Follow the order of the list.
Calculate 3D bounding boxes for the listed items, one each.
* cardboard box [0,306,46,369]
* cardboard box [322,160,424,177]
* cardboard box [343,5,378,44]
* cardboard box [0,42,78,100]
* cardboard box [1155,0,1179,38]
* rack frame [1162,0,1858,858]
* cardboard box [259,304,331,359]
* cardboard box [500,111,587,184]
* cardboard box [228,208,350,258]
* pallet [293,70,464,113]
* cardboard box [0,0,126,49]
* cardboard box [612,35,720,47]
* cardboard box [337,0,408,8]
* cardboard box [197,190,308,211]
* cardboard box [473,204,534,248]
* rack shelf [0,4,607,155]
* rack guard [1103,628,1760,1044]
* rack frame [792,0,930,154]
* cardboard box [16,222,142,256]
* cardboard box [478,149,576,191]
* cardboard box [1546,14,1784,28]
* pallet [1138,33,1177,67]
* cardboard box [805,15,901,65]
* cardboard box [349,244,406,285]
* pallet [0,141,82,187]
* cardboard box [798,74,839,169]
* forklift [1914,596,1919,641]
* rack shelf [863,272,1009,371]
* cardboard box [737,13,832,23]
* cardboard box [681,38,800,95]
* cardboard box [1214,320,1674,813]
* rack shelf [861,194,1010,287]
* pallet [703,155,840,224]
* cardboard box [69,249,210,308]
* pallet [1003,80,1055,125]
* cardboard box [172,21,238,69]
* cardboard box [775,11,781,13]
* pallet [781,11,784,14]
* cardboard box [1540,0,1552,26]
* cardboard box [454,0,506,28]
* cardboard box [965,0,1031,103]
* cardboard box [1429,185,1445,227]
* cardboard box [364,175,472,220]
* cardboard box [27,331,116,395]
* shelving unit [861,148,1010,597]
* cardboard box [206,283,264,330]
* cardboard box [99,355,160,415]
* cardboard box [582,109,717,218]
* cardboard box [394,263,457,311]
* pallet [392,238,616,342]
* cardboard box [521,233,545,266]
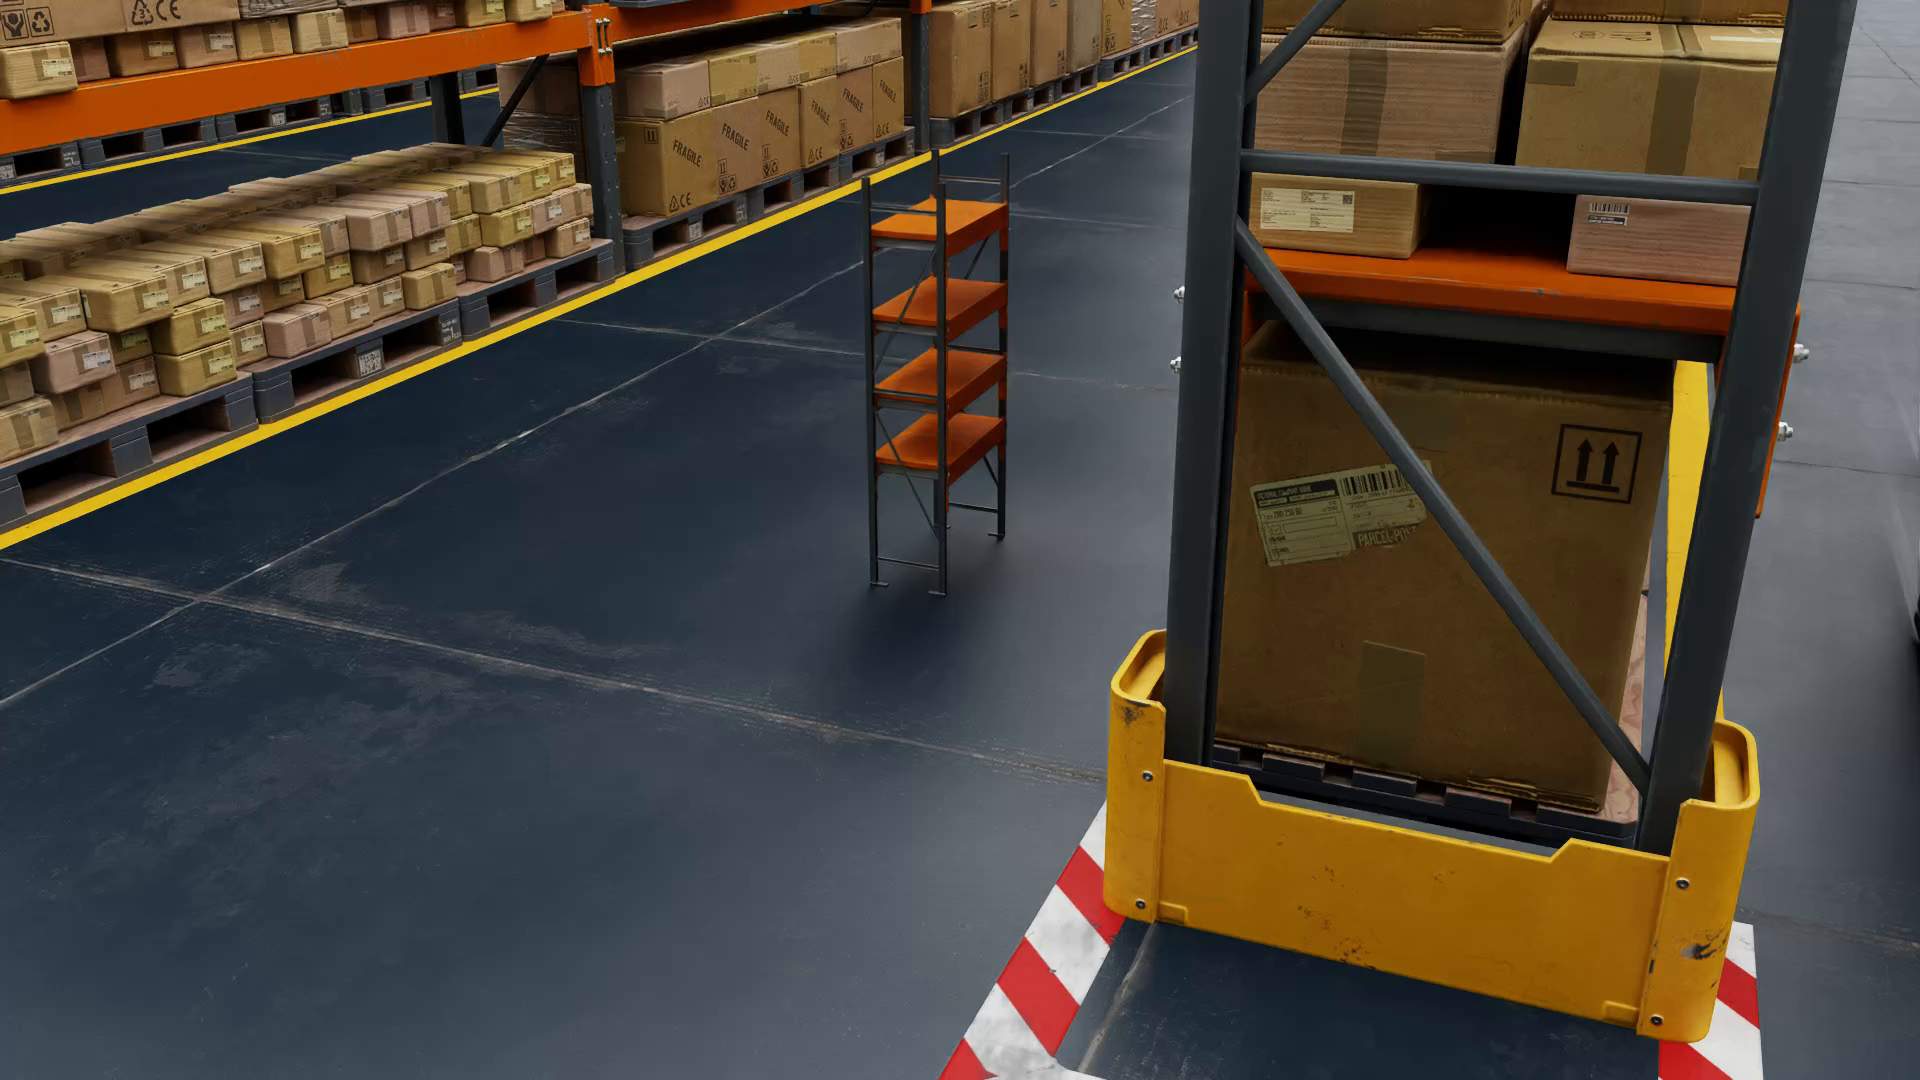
[{"bbox_3d":[-3.164,-0.646,5.287,0.380,0.149,0.250,8,24,18],"label":"cardboard box"},{"bbox_3d":[-2.715,-1.658,7.709,0.380,0.149,0.250,8,24,19],"label":"cardboard box"},{"bbox_3d":[-2.563,-2.066,6.630,0.380,0.149,0.250,8,24,19],"label":"cardboard box"},{"bbox_3d":[-3.044,-1.493,5.259,0.380,0.149,0.250,8,24,19],"label":"cardboard box"},{"bbox_3d":[1.753,-5.726,17.279,0.875,0.875,0.875,8,24,19],"label":"cardboard box"},{"bbox_3d":[0.893,-0.608,2.815,1.000,3.000,0.127,9,24,20],"label":"rack frame"},{"bbox_3d":[-2.699,-0.827,6.493,0.380,0.149,0.250,8,24,17],"label":"cardboard box"},{"bbox_3d":[-2.148,-2.127,9.149,0.500,0.500,0.500,8,24,19],"label":"cardboard box"},{"bbox_3d":[-2.689,-1.224,6.670,0.380,0.149,0.250,9,24,20],"label":"cardboard box"},{"bbox_3d":[-5.045,-3.883,14.271,1.003,0.211,1.213,9,24,20],"label":"pallet"},{"bbox_3d":[-3.076,-1.854,5.282,0.500,0.500,0.500,9,24,20],"label":"cardboard box"},{"bbox_3d":[-1.760,-2.848,9.903,0.500,0.250,0.500,8,24,18],"label":"cardboard box"},{"bbox_3d":[-2.486,-2.392,6.570,0.500,0.500,0.500,9,24,20],"label":"cardboard box"},{"bbox_3d":[-2.985,-1.372,7.026,0.380,0.149,0.250,8,24,18],"label":"cardboard box"},{"bbox_3d":[-2.183,-1.446,7.589,0.380,0.149,0.250,8,24,18],"label":"cardboard box"},{"bbox_3d":[-2.932,-1.738,6.453,1.077,0.370,4.000,9,24,20],"label":"rack shelf"},{"bbox_3d":[0.884,0.554,3.276,1.175,0.500,0.348,9,24,20],"label":"rack guard"},{"bbox_3d":[-0.703,-4.217,11.455,1.000,3.000,0.127,9,24,20],"label":"rack frame"},{"bbox_3d":[-3.385,-1.113,6.406,0.380,0.149,0.250,10,25,22],"label":"cardboard box"},{"bbox_3d":[-2.079,-1.774,7.988,0.380,0.149,0.250,9,24,22],"label":"cardboard box"},{"bbox_3d":[1.509,-0.996,3.552,0.500,0.250,0.500,8,24,19],"label":"cardboard box"},{"bbox_3d":[1.590,-5.061,17.093,1.003,0.211,1.213,9,24,20],"label":"pallet"},{"bbox_3d":[-0.714,-3.322,11.035,0.500,0.250,0.500,8,24,19],"label":"cardboard box"},{"bbox_3d":[-2.562,-1.184,6.960,0.380,0.149,0.250,8,24,18],"label":"cardboard box"},{"bbox_3d":[-6.605,-2.459,10.862,1.003,0.211,1.213,9,24,20],"label":"pallet"},{"bbox_3d":[-1.082,-2.608,10.300,0.500,0.500,0.500,8,24,18],"label":"cardboard box"},{"bbox_3d":[3.028,-0.884,3.564,1.130,2.935,3.031,9,24,21],"label":"forklift"},{"bbox_3d":[-0.061,-0.639,4.817,0.258,0.148,0.480,9,24,20],"label":"rack shelf"},{"bbox_3d":[-1.184,-3.392,11.203,0.500,0.250,0.500,8,24,18],"label":"cardboard box"},{"bbox_3d":[-1.280,-2.772,9.719,0.500,0.250,0.500,10,25,22],"label":"cardboard box"},{"bbox_3d":[1.056,-0.062,3.719,0.875,0.875,0.875,9,24,20],"label":"cardboard box"},{"bbox_3d":[-0.062,-0.857,4.725,0.258,0.148,0.480,9,24,20],"label":"rack shelf"},{"bbox_3d":[-1.449,-2.216,10.282,1.003,0.211,1.213,9,24,20],"label":"pallet"},{"bbox_3d":[-2.946,-0.935,5.978,0.380,0.149,0.250,8,24,17],"label":"cardboard box"},{"bbox_3d":[0.115,-3.637,13.684,1.003,0.211,1.213,9,24,20],"label":"pallet"},{"bbox_3d":[-2.834,-1.783,5.954,0.380,0.149,0.250,8,24,19],"label":"cardboard box"},{"bbox_3d":[-2.189,-5.358,17.425,0.500,0.500,0.500,-12,25,-26],"label":"cardboard box"},{"bbox_3d":[-2.728,-6.153,19.707,1.003,0.211,1.213,9,24,20],"label":"pallet"},{"bbox_3d":[1.204,-1.251,4.163,0.500,0.250,0.500,8,24,18],"label":"cardboard box"},{"bbox_3d":[-2.227,-2.339,7.285,0.380,0.149,0.250,10,25,22],"label":"cardboard box"},{"bbox_3d":[-0.072,-3.891,13.049,1.050,0.750,0.750,9,24,21],"label":"cardboard box"},{"bbox_3d":[0.815,-0.760,3.504,0.380,0.149,0.250,9,24,21],"label":"cardboard box"},{"bbox_3d":[-2.392,-1.505,7.344,0.380,0.149,0.250,10,25,22],"label":"cardboard box"},{"bbox_3d":[-3.087,-0.611,5.589,0.380,0.149,0.250,9,24,20],"label":"cardboard box"},{"bbox_3d":[-0.061,-0.494,4.877,0.258,1.200,0.503,9,24,20],"label":"shelving unit"},{"bbox_3d":[-2.872,-0.896,6.271,0.380,0.149,0.250,8,24,18],"label":"cardboard box"},{"bbox_3d":[-3.076,-0.570,5.876,0.380,0.149,0.250,9,24,21],"label":"cardboard box"},{"bbox_3d":[-1.668,-2.053,8.971,0.500,0.500,0.500,10,25,22],"label":"cardboard box"},{"bbox_3d":[-2.402,-1.105,7.157,0.380,0.149,0.250,9,24,20],"label":"cardboard box"},{"bbox_3d":[-2.405,-1.254,7.978,1.003,0.211,1.213,9,24,20],"label":"pallet"},{"bbox_3d":[-2.192,-1.394,7.850,0.380,0.149,0.250,9,24,22],"label":"cardboard box"}]
